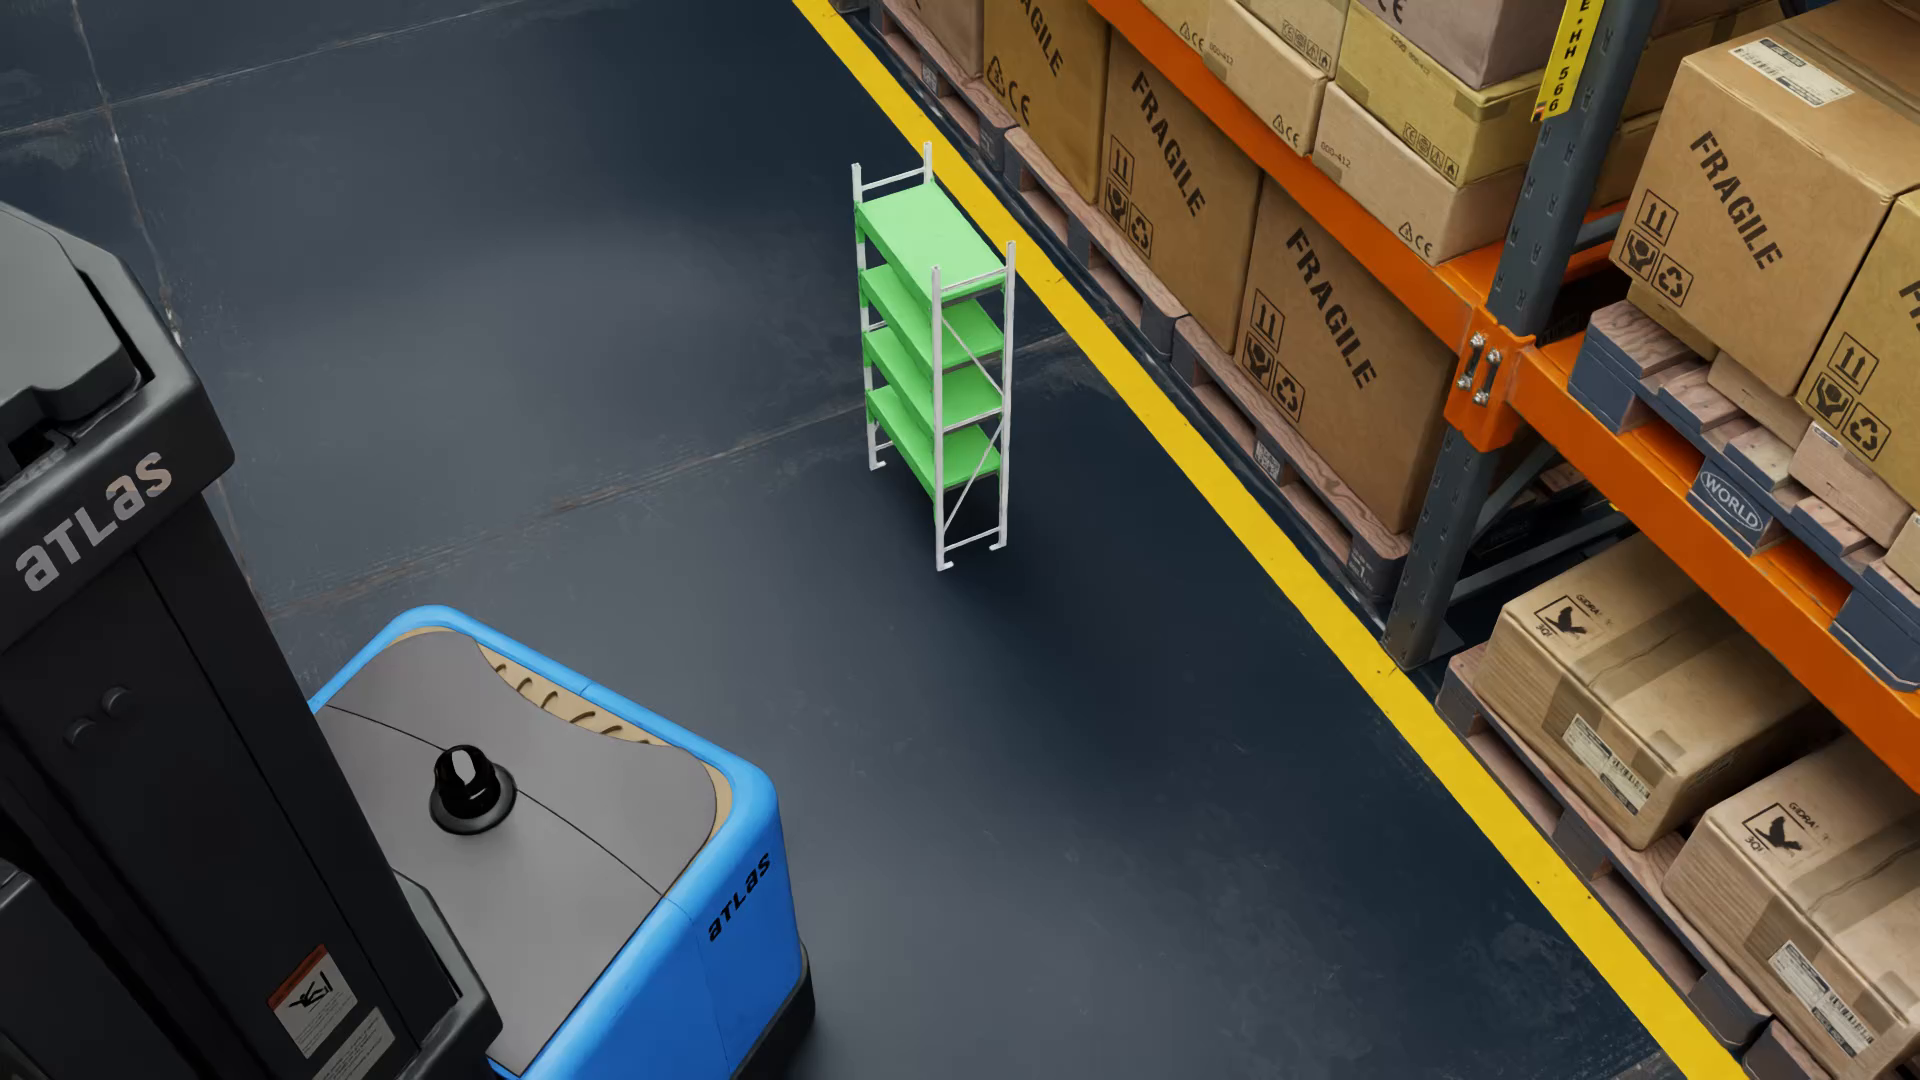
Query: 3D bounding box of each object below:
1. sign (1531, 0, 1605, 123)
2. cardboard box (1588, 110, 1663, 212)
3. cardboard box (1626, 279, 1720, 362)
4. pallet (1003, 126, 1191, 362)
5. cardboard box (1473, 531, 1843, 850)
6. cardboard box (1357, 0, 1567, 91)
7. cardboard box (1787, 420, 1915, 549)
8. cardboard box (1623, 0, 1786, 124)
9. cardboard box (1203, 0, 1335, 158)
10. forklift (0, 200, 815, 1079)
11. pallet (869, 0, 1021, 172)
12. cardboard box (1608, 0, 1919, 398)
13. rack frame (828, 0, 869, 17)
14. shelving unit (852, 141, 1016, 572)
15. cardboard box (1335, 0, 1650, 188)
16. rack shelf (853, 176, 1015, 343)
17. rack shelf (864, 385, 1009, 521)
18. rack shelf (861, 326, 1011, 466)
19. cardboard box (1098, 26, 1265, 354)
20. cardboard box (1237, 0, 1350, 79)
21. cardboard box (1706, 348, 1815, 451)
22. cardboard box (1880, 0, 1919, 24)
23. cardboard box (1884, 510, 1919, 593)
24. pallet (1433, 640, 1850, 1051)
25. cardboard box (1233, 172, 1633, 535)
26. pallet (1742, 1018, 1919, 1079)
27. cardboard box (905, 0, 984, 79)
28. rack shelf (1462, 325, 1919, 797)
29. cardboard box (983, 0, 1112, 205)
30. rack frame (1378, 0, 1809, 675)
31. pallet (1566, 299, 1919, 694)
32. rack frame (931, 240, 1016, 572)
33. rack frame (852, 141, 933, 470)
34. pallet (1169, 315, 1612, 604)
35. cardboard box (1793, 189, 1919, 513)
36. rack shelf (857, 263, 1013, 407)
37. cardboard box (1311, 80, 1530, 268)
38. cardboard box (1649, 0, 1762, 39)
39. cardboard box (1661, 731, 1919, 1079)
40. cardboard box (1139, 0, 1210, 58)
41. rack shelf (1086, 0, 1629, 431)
[{"bbox_3d":[1.233,-0.993,3.356,0.100,0.325,0.005,-21,52,-18],"label":"sign"},{"bbox_3d":[1.725,-1.170,4.380,0.500,0.250,0.500,-22,52,-18],"label":"cardboard box"},{"bbox_3d":[1.709,-0.579,3.651,0.380,0.149,0.250,-24,53,-20],"label":"cardboard box"},{"bbox_3d":[0.877,-1.256,6.208,1.003,0.211,1.213,-21,52,-18],"label":"pallet"},{"bbox_3d":[1.975,0.303,4.459,0.950,0.372,0.625,-24,53,-20],"label":"cardboard box"},{"bbox_3d":[1.256,-1.423,3.771,0.500,0.500,0.500,-22,53,-18],"label":"cardboard box"},{"bbox_3d":[1.893,-0.179,3.302,0.380,0.149,0.250,-24,53,-20],"label":"cardboard box"},{"bbox_3d":[1.713,-1.344,4.201,0.500,0.250,0.500,-22,52,-18],"label":"cardboard box"},{"bbox_3d":[1.015,-1.341,4.530,0.500,0.250,0.500,-20,52,-17],"label":"cardboard box"},{"bbox_3d":[-1.541,1.004,2.425,1.130,2.935,3.031,24,53,20],"label":"forklift"},{"bbox_3d":[0.315,-2.074,6.923,1.003,0.211,1.213,-21,52,-18],"label":"pallet"},{"bbox_3d":[1.726,-0.693,3.320,0.500,0.500,0.500,-23,53,-19],"label":"cardboard box"},{"bbox_3d":[-0.105,-3.482,6.303,1.000,3.000,0.127,-21,52,-18],"label":"rack frame"},{"bbox_3d":[-0.076,-0.506,4.895,0.258,1.200,0.503,-21,52,-18],"label":"shelving unit"},{"bbox_3d":[1.278,-1.157,4.037,0.500,0.250,0.500,-21,52,-18],"label":"cardboard box"},{"bbox_3d":[-0.076,-0.780,4.582,0.258,0.148,0.480,-21,52,-18],"label":"rack shelf"},{"bbox_3d":[-0.076,-0.306,5.124,0.258,0.148,0.480,-21,52,-18],"label":"rack shelf"},{"bbox_3d":[-0.076,-0.464,4.943,0.258,0.148,0.480,-21,52,-18],"label":"rack shelf"},{"bbox_3d":[1.079,-1.333,5.556,0.875,0.875,0.875,-21,52,-17],"label":"cardboard box"},{"bbox_3d":[1.040,-1.499,4.336,0.500,0.250,0.500,-22,53,-18],"label":"cardboard box"},{"bbox_3d":[1.808,-0.378,3.476,0.380,0.149,0.250,-24,53,-20],"label":"cardboard box"},{"bbox_3d":[2.181,-0.866,3.471,0.500,0.500,0.500,-23,53,-19],"label":"cardboard box"},{"bbox_3d":[2.000,0.012,3.135,0.380,0.149,0.250,-21,52,-17],"label":"cardboard box"},{"bbox_3d":[2.082,0.637,4.553,1.003,0.211,1.213,-21,52,-18],"label":"pallet"},{"bbox_3d":[1.483,-0.735,5.032,0.875,0.875,0.875,-22,52,-18],"label":"cardboard box"},{"bbox_3d":[2.636,1.452,3.840,1.003,0.211,1.213,-21,52,-18],"label":"pallet"},{"bbox_3d":[0.250,-2.533,6.606,0.875,0.875,0.875,-20,52,-16],"label":"cardboard box"},{"bbox_3d":[2.641,0.770,3.061,1.077,0.370,4.000,-21,52,-18],"label":"rack shelf"},{"bbox_3d":[0.670,-1.932,6.079,0.875,0.875,0.875,-20,52,-16],"label":"cardboard box"},{"bbox_3d":[1.725,-0.805,3.961,1.000,3.000,0.127,-21,52,-18],"label":"rack frame"},{"bbox_3d":[2.146,-0.302,3.648,1.213,0.211,1.003,-21,52,-18],"label":"pallet"},{"bbox_3d":[0.036,-0.342,4.752,0.240,1.200,0.015,-21,52,-18],"label":"rack frame"},{"bbox_3d":[-0.187,-0.669,5.038,0.240,1.200,0.015,-21,52,-18],"label":"rack frame"},{"bbox_3d":[1.432,-0.441,5.495,1.003,0.211,1.213,-21,52,-18],"label":"pallet"},{"bbox_3d":[1.970,-0.347,3.018,0.500,0.500,0.500,-19,51,-16],"label":"cardboard box"},{"bbox_3d":[-0.076,-0.622,4.763,0.258,0.148,0.480,-21,52,-18],"label":"rack shelf"},{"bbox_3d":[1.263,-1.005,4.236,0.500,0.250,0.500,-23,53,-19],"label":"cardboard box"},{"bbox_3d":[1.717,-1.581,3.910,0.500,0.500,0.500,-23,53,-19],"label":"cardboard box"},{"bbox_3d":[2.320,0.795,4.029,0.950,0.372,0.625,-22,52,-18],"label":"cardboard box"},{"bbox_3d":[0.799,-1.684,4.829,0.500,0.250,0.500,-22,52,-18],"label":"cardboard box"},{"bbox_3d":[0.810,-1.907,5.403,1.077,0.370,4.000,-21,52,-18],"label":"rack shelf"}]
